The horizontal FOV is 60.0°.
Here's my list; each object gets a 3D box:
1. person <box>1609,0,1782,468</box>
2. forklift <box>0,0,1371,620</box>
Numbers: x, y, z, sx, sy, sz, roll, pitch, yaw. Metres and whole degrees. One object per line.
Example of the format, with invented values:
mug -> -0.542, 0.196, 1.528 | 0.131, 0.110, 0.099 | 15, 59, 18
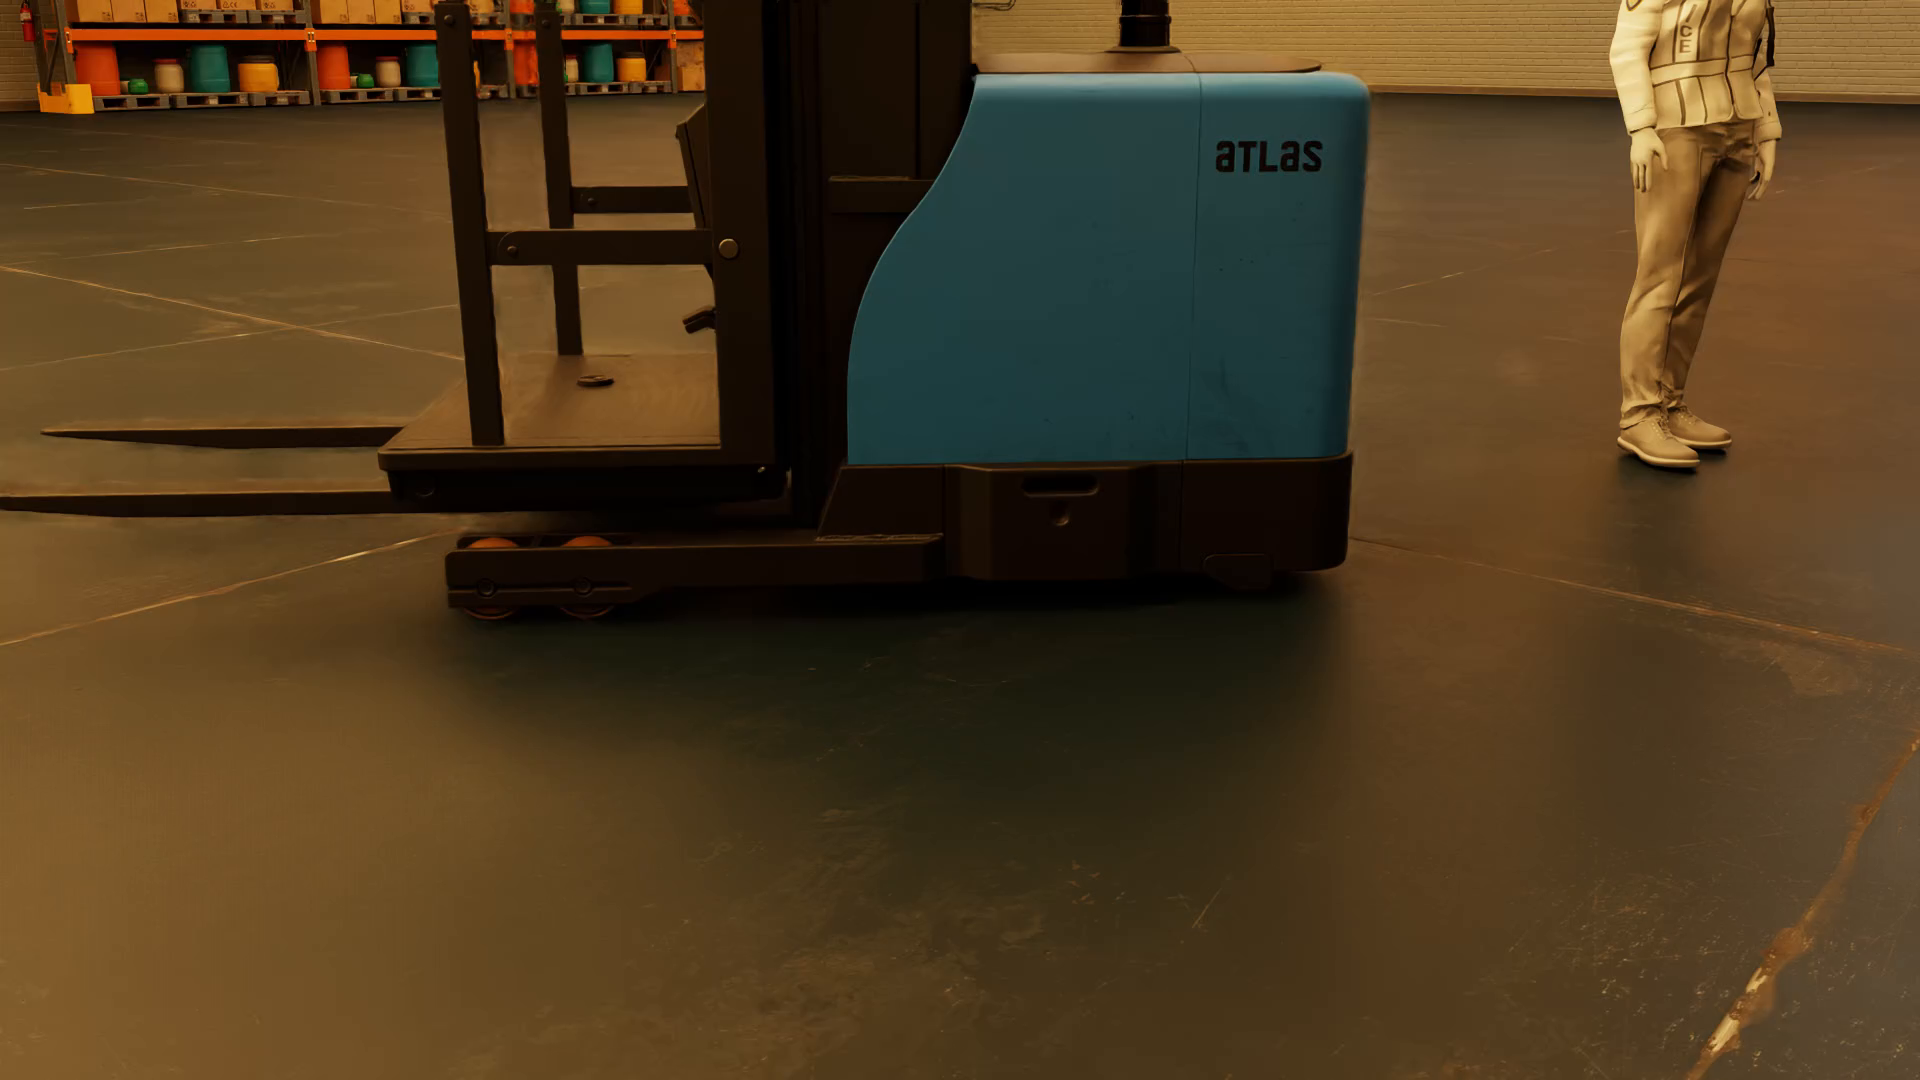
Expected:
person -> 2.091, -1.097, 4.614 | 0.584, 1.694, 0.533 | -8, 19, -26
forklift -> -0.708, -1.397, 3.497 | 3.031, 2.935, 1.130 | -1, 17, -3
